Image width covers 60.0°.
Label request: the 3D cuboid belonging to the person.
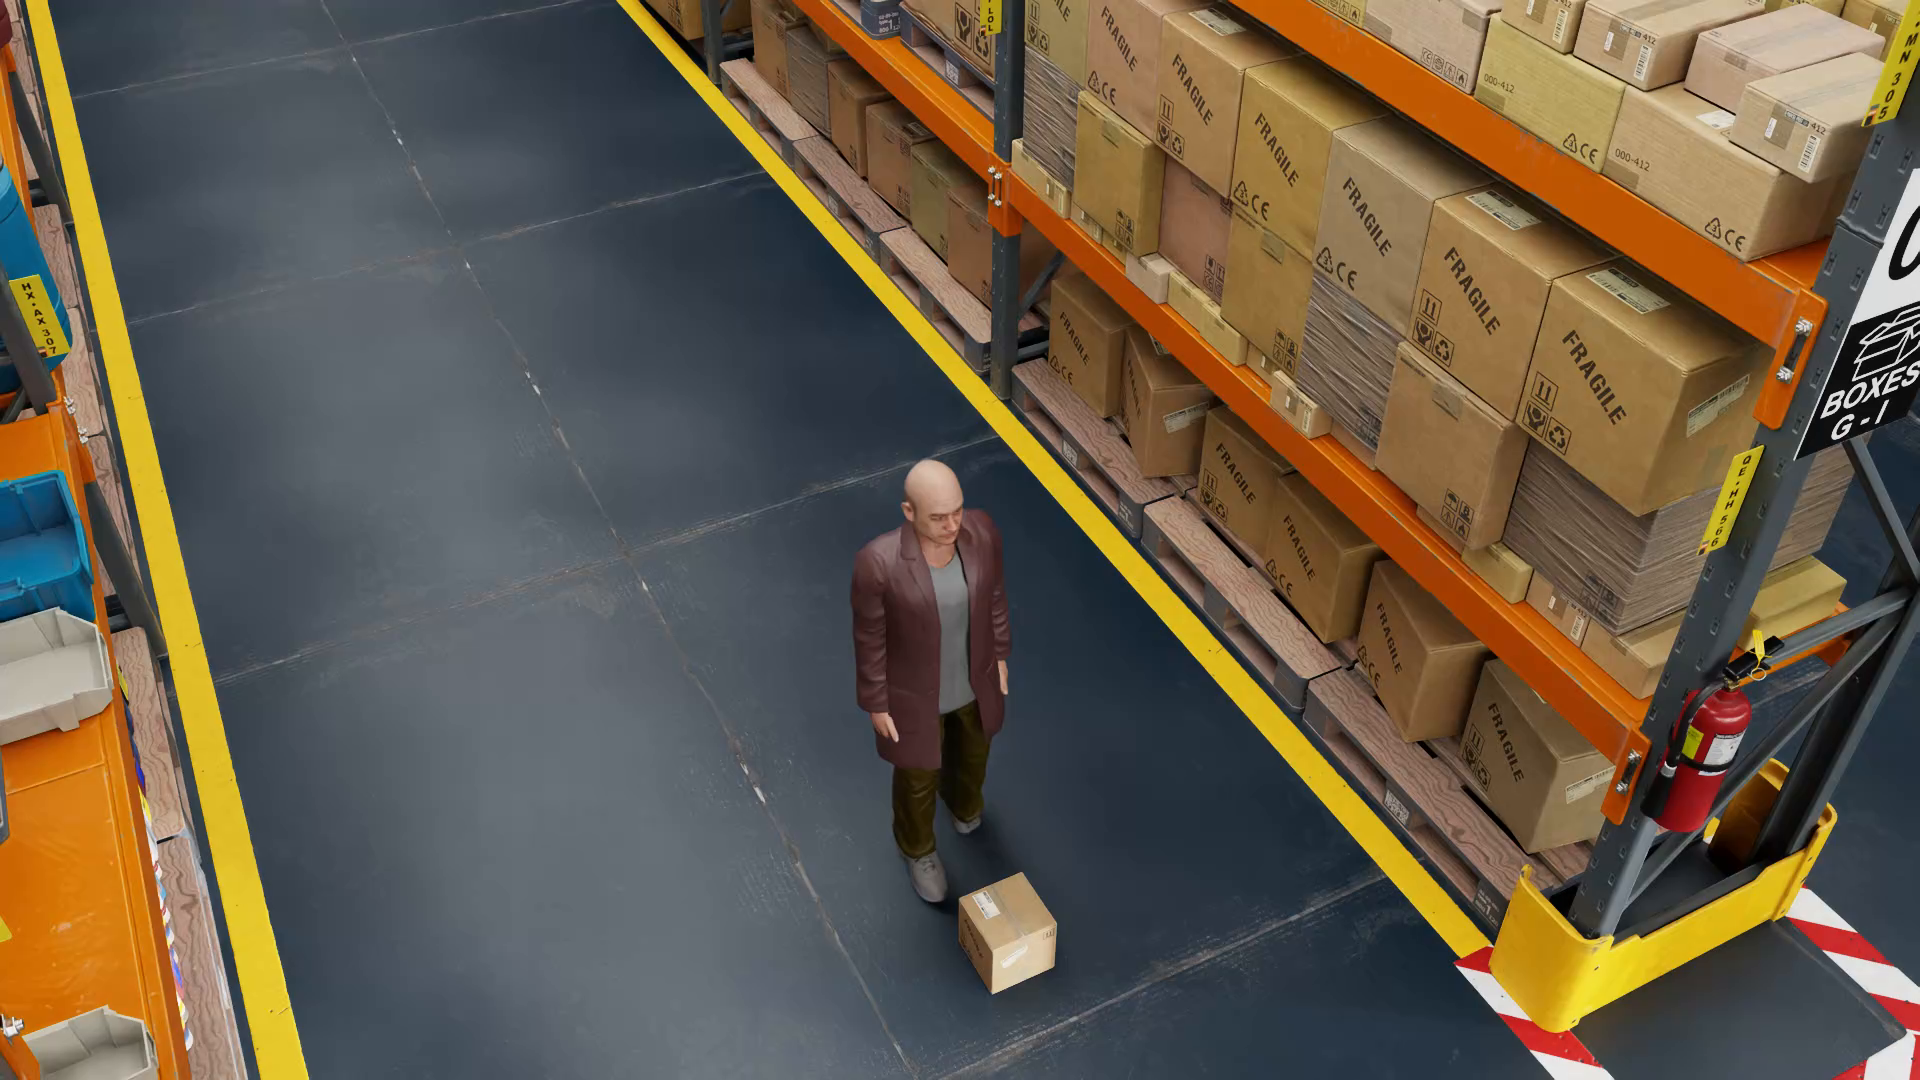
[{"bbox_3d":[-0.078,0.552,5.684,0.584,1.772,0.503,-18,44,-20],"label":"person"}]
